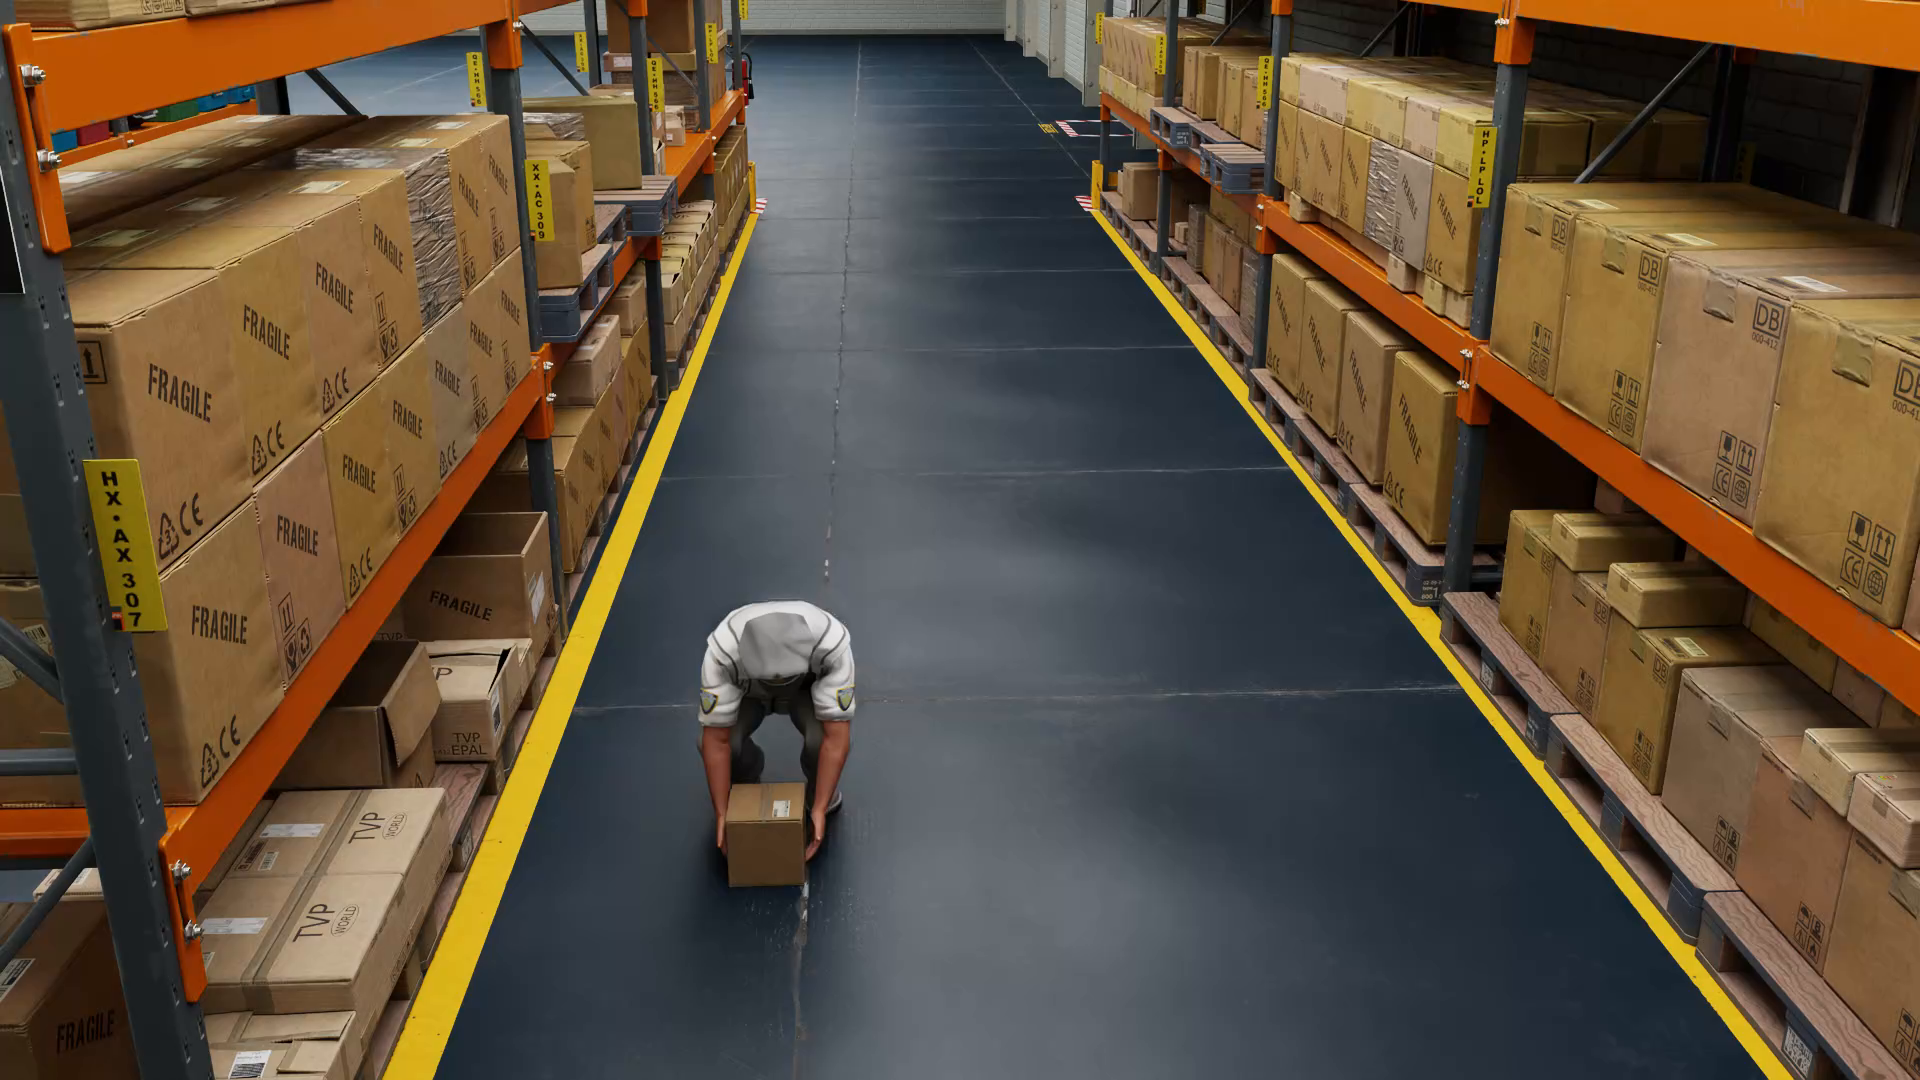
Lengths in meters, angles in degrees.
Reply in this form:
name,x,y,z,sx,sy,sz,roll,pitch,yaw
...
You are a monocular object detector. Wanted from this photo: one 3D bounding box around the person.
name,x,y,z,sx,sy,sz,roll,pitch,yaw
person,-0.633,0.559,5.767,0.560,0.920,0.954,0,20,0
